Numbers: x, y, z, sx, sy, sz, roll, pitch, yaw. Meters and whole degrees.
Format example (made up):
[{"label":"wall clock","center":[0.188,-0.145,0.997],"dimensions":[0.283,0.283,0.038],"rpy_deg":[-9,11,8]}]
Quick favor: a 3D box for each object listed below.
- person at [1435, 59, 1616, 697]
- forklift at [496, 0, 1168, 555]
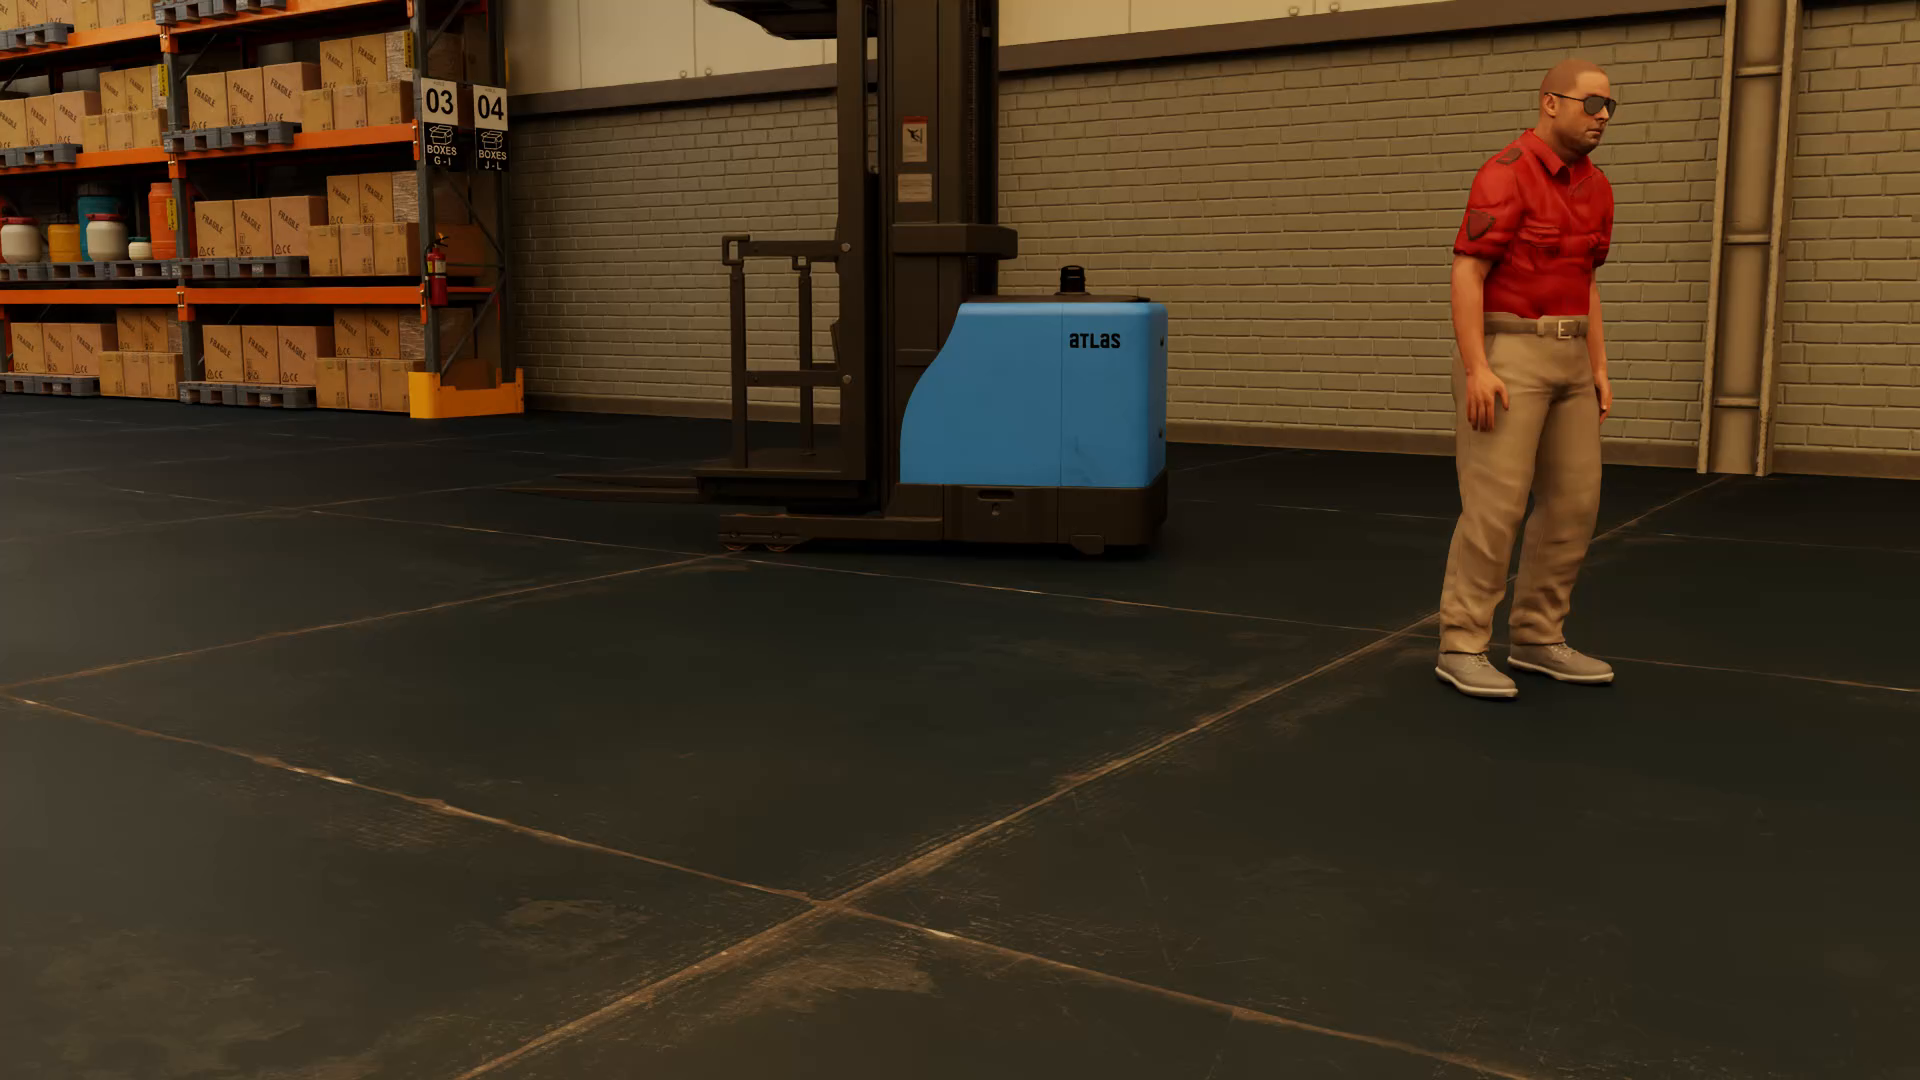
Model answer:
[{"label":"person","center":[1.613,-0.455,4.667],"dimensions":[0.604,1.726,0.399],"rpy_deg":[-5,9,-31]},{"label":"forklift","center":[-0.596,-1.469,7.520],"dimensions":[3.031,2.935,1.130],"rpy_deg":[2,8,12]}]
